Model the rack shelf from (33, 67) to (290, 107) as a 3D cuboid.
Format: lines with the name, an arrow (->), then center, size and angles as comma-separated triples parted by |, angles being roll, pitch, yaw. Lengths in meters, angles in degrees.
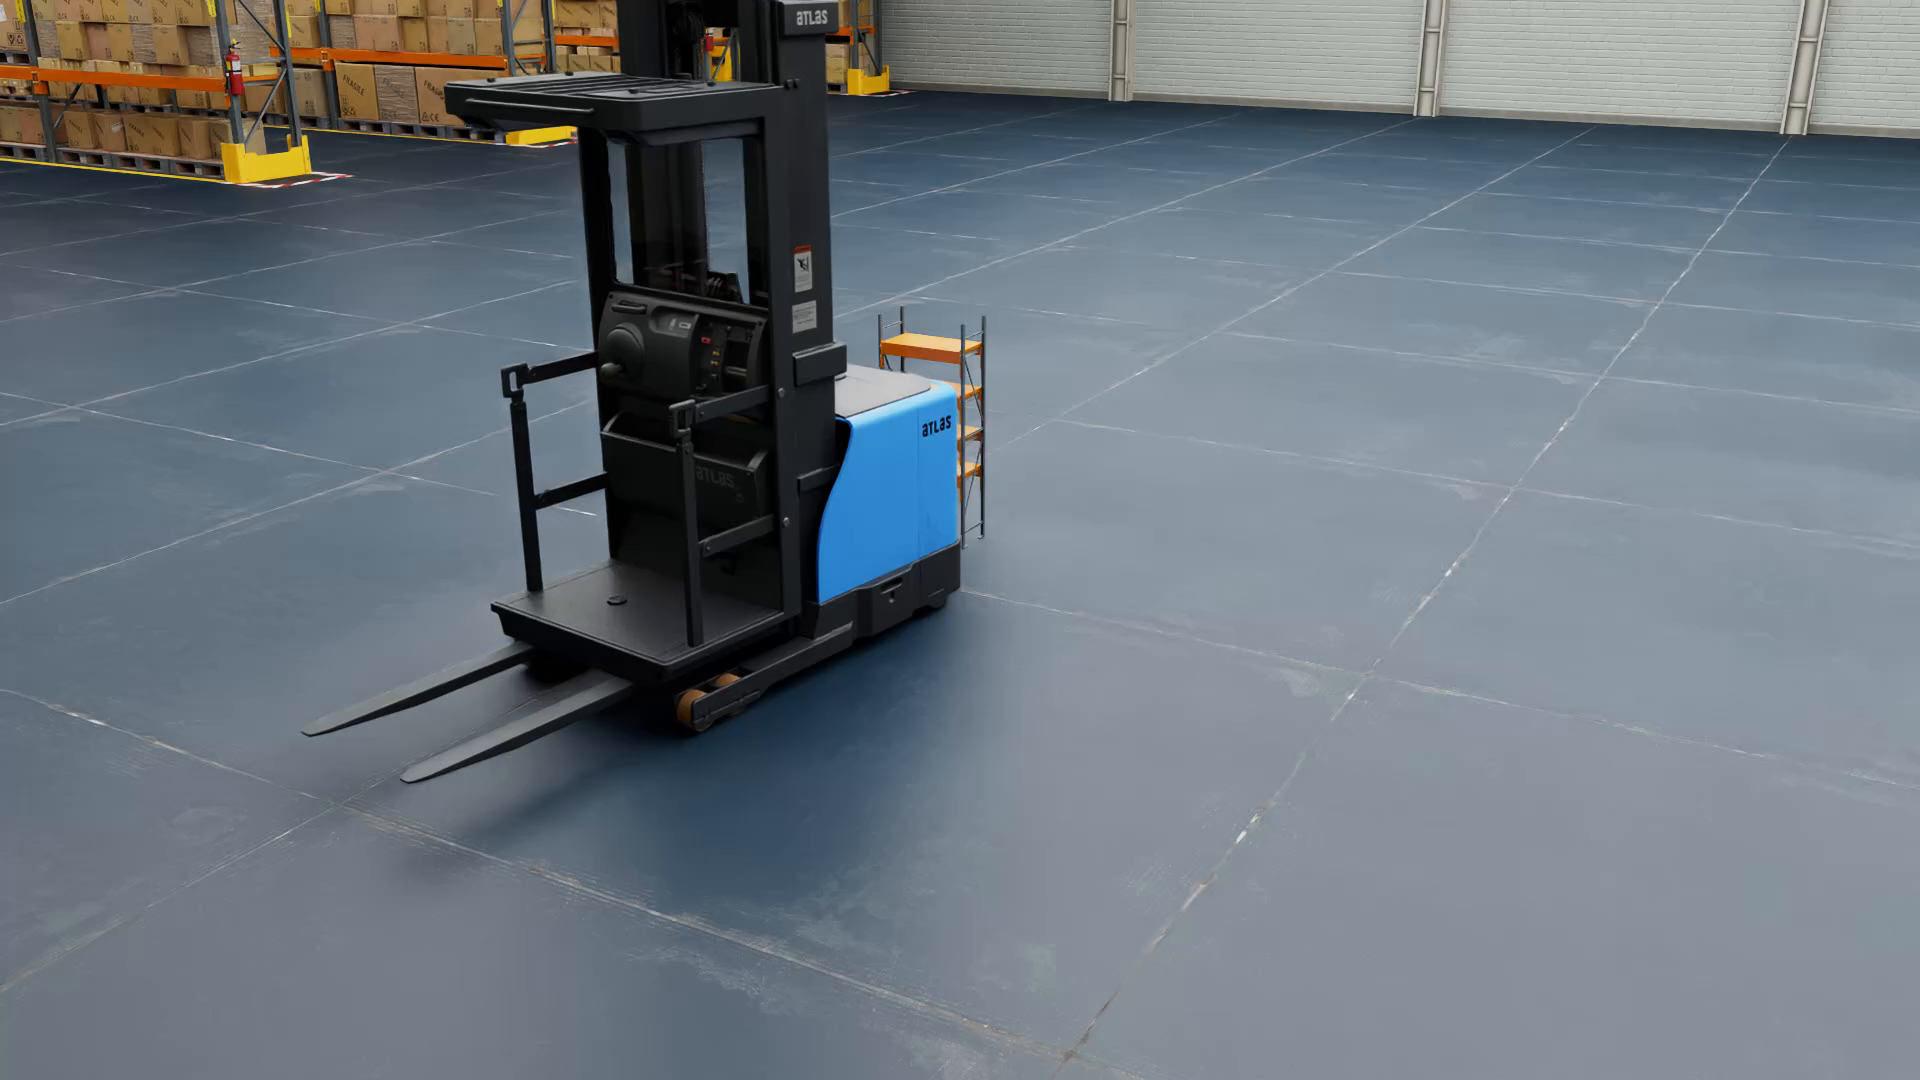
rack shelf -> -10.907, -6.237, 22.715 | 4.000, 0.370, 1.077 | 11, 23, 27

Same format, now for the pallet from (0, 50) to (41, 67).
pallet -> -13.249, -6.988, 24.012 | 1.213, 0.211, 1.003 | 11, 23, 27

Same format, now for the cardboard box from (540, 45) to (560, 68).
cardboard box -> -9.368, -11.030, 37.924 | 0.500, 0.500, 0.500 | 12, 23, 29

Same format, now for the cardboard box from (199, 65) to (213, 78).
cardboard box -> -9.728, -6.152, 21.795 | 0.250, 0.149, 0.380 | 11, 23, 27

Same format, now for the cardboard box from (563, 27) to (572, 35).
cardboard box -> -7.208, -9.530, 31.108 | 0.250, 0.149, 0.380 | 11, 23, 27

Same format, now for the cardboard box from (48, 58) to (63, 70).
cardboard box -> -12.400, -6.619, 23.082 | 0.250, 0.149, 0.380 | 11, 23, 27

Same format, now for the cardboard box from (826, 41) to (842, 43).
cardboard box -> -2.675, -10.264, 34.713 | 0.500, 0.250, 0.500 | 11, 23, 27

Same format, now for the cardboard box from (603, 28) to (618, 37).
cardboard box -> -6.355, -9.343, 30.591 | 0.250, 0.149, 0.380 | 11, 23, 27

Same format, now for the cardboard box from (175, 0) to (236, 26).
cardboard box -> -9.761, -6.917, 21.487 | 0.500, 0.500, 0.500 | 11, 23, 27

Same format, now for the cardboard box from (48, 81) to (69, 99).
cardboard box -> -16.614, -8.519, 31.000 | 0.500, 0.500, 0.500 | 12, 23, 29

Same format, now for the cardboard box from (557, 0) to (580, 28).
cardboard box -> -7.122, -9.812, 30.934 | 0.500, 0.500, 0.500 | 11, 23, 27

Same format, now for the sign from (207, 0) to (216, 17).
sign -> -9.449, -6.774, 20.978 | 0.005, 0.325, 0.100 | 11, 23, 27

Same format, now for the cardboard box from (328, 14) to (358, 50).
cardboard box -> -9.818, -8.380, 27.349 | 0.550, 0.550, 0.875 | 11, 23, 27

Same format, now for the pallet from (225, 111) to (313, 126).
pallet -> -11.925, -7.365, 28.860 | 1.213, 0.211, 1.003 | 11, 23, 27

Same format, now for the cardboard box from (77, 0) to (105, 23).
cardboard box -> -11.510, -7.248, 22.399 | 0.500, 0.500, 0.500 | 11, 23, 27

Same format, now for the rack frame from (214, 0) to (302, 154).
rack frame -> -9.160, -6.243, 21.676 | 0.127, 3.000, 1.000 | 11, 23, 27

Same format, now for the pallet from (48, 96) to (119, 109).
pallet -> -16.449, -8.258, 31.321 | 1.213, 0.211, 1.003 | 11, 23, 27

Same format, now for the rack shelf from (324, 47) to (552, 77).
rack shelf -> -8.399, -7.697, 26.740 | 4.000, 0.370, 1.077 | 11, 23, 27

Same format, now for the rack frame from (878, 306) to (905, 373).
rack frame -> -0.358, -0.632, 8.848 | 0.015, 1.200, 0.240 | 11, 23, 27

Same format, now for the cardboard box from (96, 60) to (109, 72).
cardboard box -> -11.508, -6.464, 22.654 | 0.250, 0.149, 0.380 | 11, 23, 27

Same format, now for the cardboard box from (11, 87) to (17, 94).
cardboard box -> -17.824, -8.587, 31.704 | 0.250, 0.149, 0.380 | 12, 23, 29

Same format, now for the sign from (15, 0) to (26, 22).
sign -> -12.920, -7.286, 22.855 | 0.005, 0.325, 0.100 | 11, 23, 27

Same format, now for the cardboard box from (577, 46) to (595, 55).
cardboard box -> -6.907, -9.118, 30.969 | 0.250, 0.149, 0.380 | 12, 23, 29

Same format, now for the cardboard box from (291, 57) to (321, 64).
cardboard box -> -13.431, -10.160, 34.975 | 0.875, 0.875, 0.875 | 12, 23, 29

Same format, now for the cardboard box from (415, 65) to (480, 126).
cardboard box -> -8.047, -7.140, 26.649 | 0.875, 0.875, 0.875 | 10, 22, 26

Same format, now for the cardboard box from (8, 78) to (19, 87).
cardboard box -> -17.802, -8.694, 31.563 | 0.250, 0.149, 0.380 | 10, 22, 25

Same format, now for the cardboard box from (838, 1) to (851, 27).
cardboard box -> -2.468, -10.722, 33.877 | 0.500, 0.500, 0.500 | 10, 22, 26

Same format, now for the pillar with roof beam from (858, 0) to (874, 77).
pillar with roof beam -> -4.178, -12.594, 30.387 | 0.400, 9.000, 9.100 | 11, 23, 27

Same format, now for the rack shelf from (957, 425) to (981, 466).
rack shelf -> -0.145, -0.528, 8.759 | 0.480, 0.148, 0.258 | 11, 23, 27

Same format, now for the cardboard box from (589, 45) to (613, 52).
cardboard box -> -7.782, -10.869, 37.295 | 0.625, 0.625, 0.875 | 12, 23, 29

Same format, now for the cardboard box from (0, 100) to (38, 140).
cardboard box -> -14.074, -6.226, 24.650 | 0.500, 0.500, 0.700 | 9, 22, 23

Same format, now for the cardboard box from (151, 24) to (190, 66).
cardboard box -> -10.122, -6.577, 22.014 | 0.500, 0.500, 0.875 | 11, 23, 27

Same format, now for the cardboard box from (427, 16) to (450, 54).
cardboard box -> -7.918, -8.037, 26.402 | 0.550, 0.550, 0.875 | 11, 23, 27

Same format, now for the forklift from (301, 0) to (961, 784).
forklift -> -1.289, -0.792, 6.751 | 1.130, 2.935, 3.031 | 15, 25, 35

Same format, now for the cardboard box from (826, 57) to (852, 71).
cardboard box -> -2.487, -9.799, 34.163 | 0.500, 0.250, 0.500 | 10, 22, 27

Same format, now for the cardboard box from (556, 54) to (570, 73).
cardboard box -> -7.436, -8.937, 31.420 | 0.500, 0.500, 0.500 | 12, 23, 30

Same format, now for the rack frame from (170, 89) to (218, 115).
rack frame -> -13.638, -9.033, 29.368 | 0.127, 3.000, 1.000 | 11, 23, 27

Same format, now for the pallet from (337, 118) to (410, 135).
pallet -> -9.520, -6.907, 27.597 | 1.213, 0.211, 1.003 | 11, 23, 27

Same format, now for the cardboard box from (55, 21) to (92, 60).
cardboard box -> -11.871, -6.908, 22.927 | 0.500, 0.500, 0.875 | 11, 23, 27

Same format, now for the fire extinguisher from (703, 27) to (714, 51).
fire extinguisher -> -4.452, -9.000, 29.391 | 0.183, 0.674, 0.296 | 11, 23, 27

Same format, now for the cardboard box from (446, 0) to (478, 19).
cardboard box -> -7.484, -8.418, 25.869 | 0.550, 0.550, 0.875 | 11, 23, 27

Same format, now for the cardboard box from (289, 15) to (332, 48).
cardboard box -> -10.731, -8.422, 27.537 | 0.500, 0.500, 0.500 | 11, 22, 27

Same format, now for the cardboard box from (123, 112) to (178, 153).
cardboard box -> -11.239, -5.679, 23.172 | 0.500, 0.500, 0.500 | 9, 22, 23

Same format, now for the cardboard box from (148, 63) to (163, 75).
cardboard box -> -10.609, -6.313, 22.240 | 0.250, 0.149, 0.380 | 11, 23, 27

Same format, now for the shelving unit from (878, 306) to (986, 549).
shelving unit -> -0.145, -0.592, 8.736 | 0.503, 1.200, 0.258 | 11, 23, 27

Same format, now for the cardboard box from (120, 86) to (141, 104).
cardboard box -> -14.791, -8.174, 30.051 | 0.500, 0.500, 0.500 | 12, 23, 29

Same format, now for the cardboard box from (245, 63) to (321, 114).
cardboard box -> -11.572, -7.745, 28.502 | 0.750, 0.750, 1.050 | 11, 23, 27

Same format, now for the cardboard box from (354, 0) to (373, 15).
cardboard box -> -9.303, -8.817, 26.970 | 0.550, 0.550, 0.875 | 11, 23, 27
